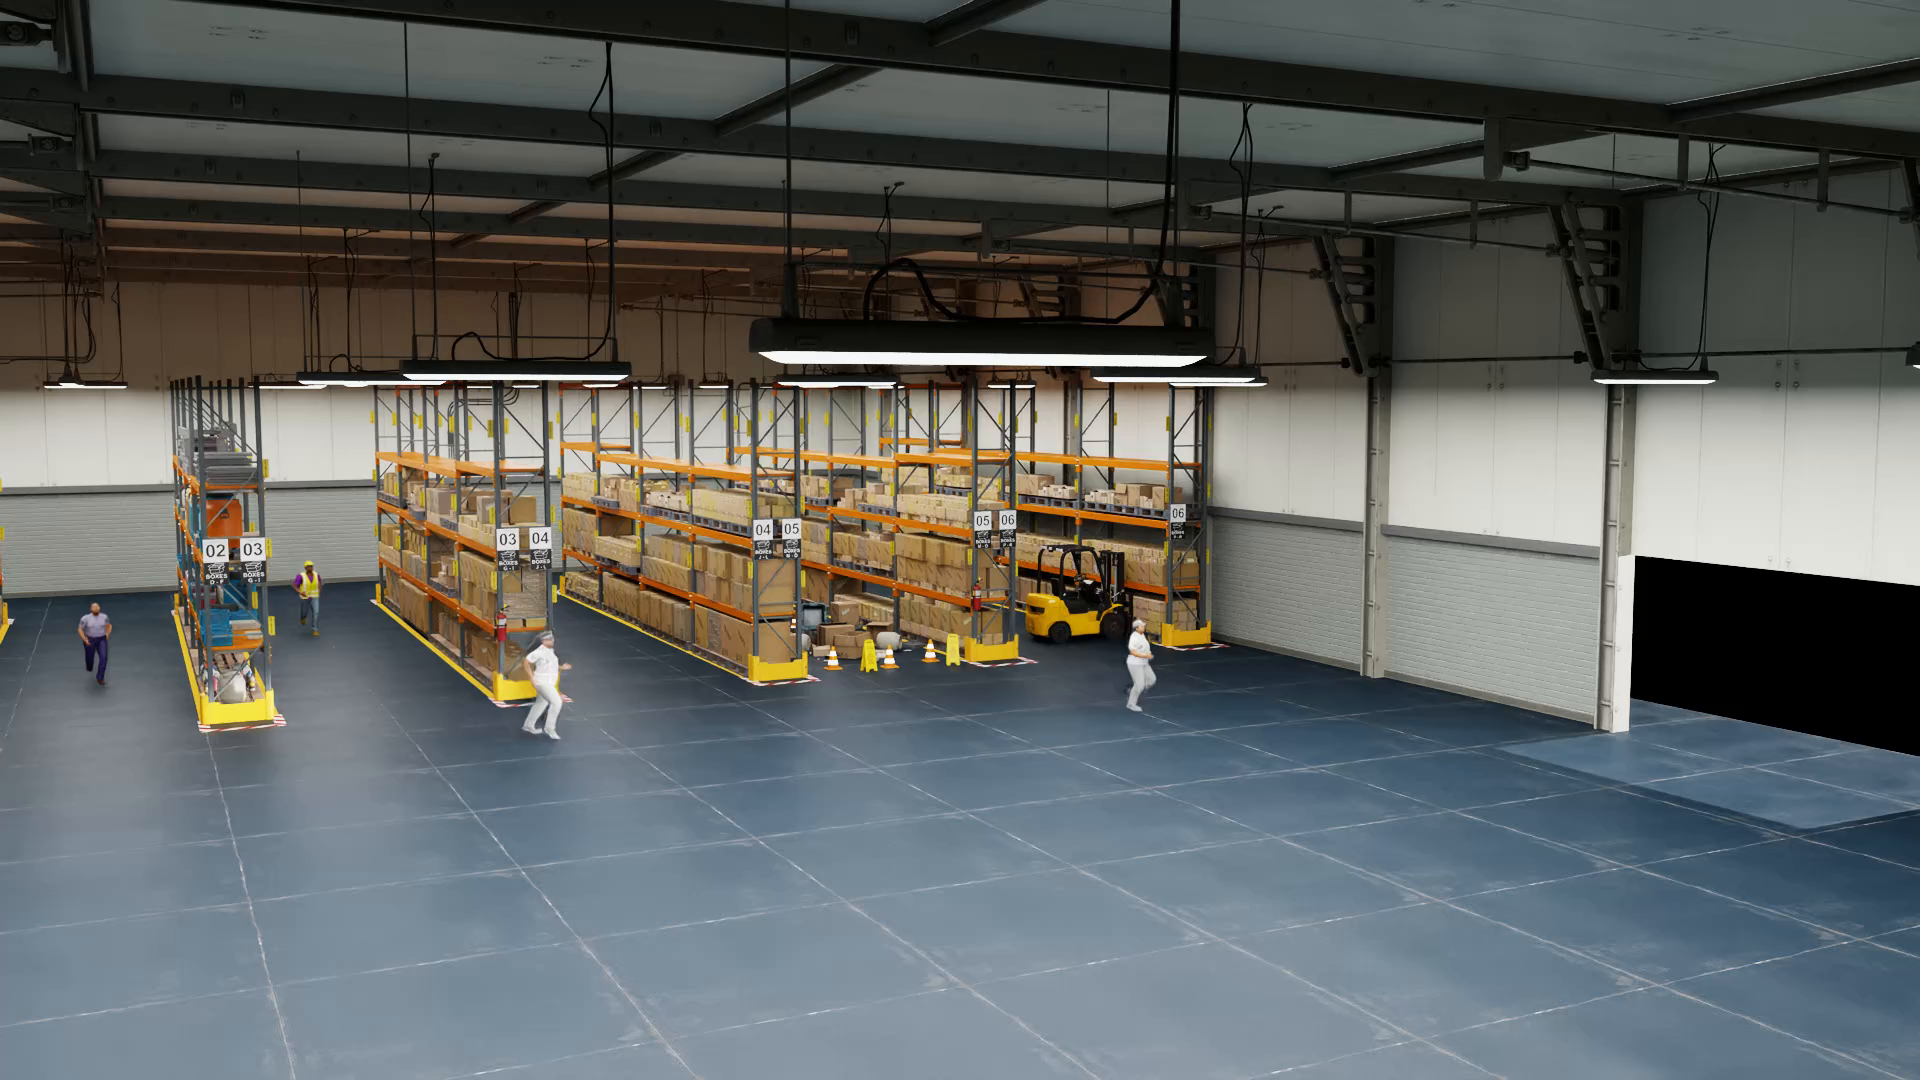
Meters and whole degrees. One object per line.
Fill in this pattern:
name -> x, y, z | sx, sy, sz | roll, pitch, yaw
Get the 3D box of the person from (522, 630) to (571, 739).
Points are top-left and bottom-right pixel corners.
person -> -6.856, 2.406, 27.539 | 0.854, 1.840, 0.628 | 0, 5, 0

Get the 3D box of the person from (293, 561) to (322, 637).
person -> -15.411, 1.376, 39.337 | 0.672, 1.757, 1.091 | -3, 6, -31

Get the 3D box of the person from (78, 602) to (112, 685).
person -> -17.048, 2.032, 32.815 | 0.606, 1.619, 0.806 | -3, 6, -33

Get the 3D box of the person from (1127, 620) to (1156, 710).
person -> 3.261, 2.246, 29.948 | 0.527, 1.637, 0.657 | 2, 6, 26
